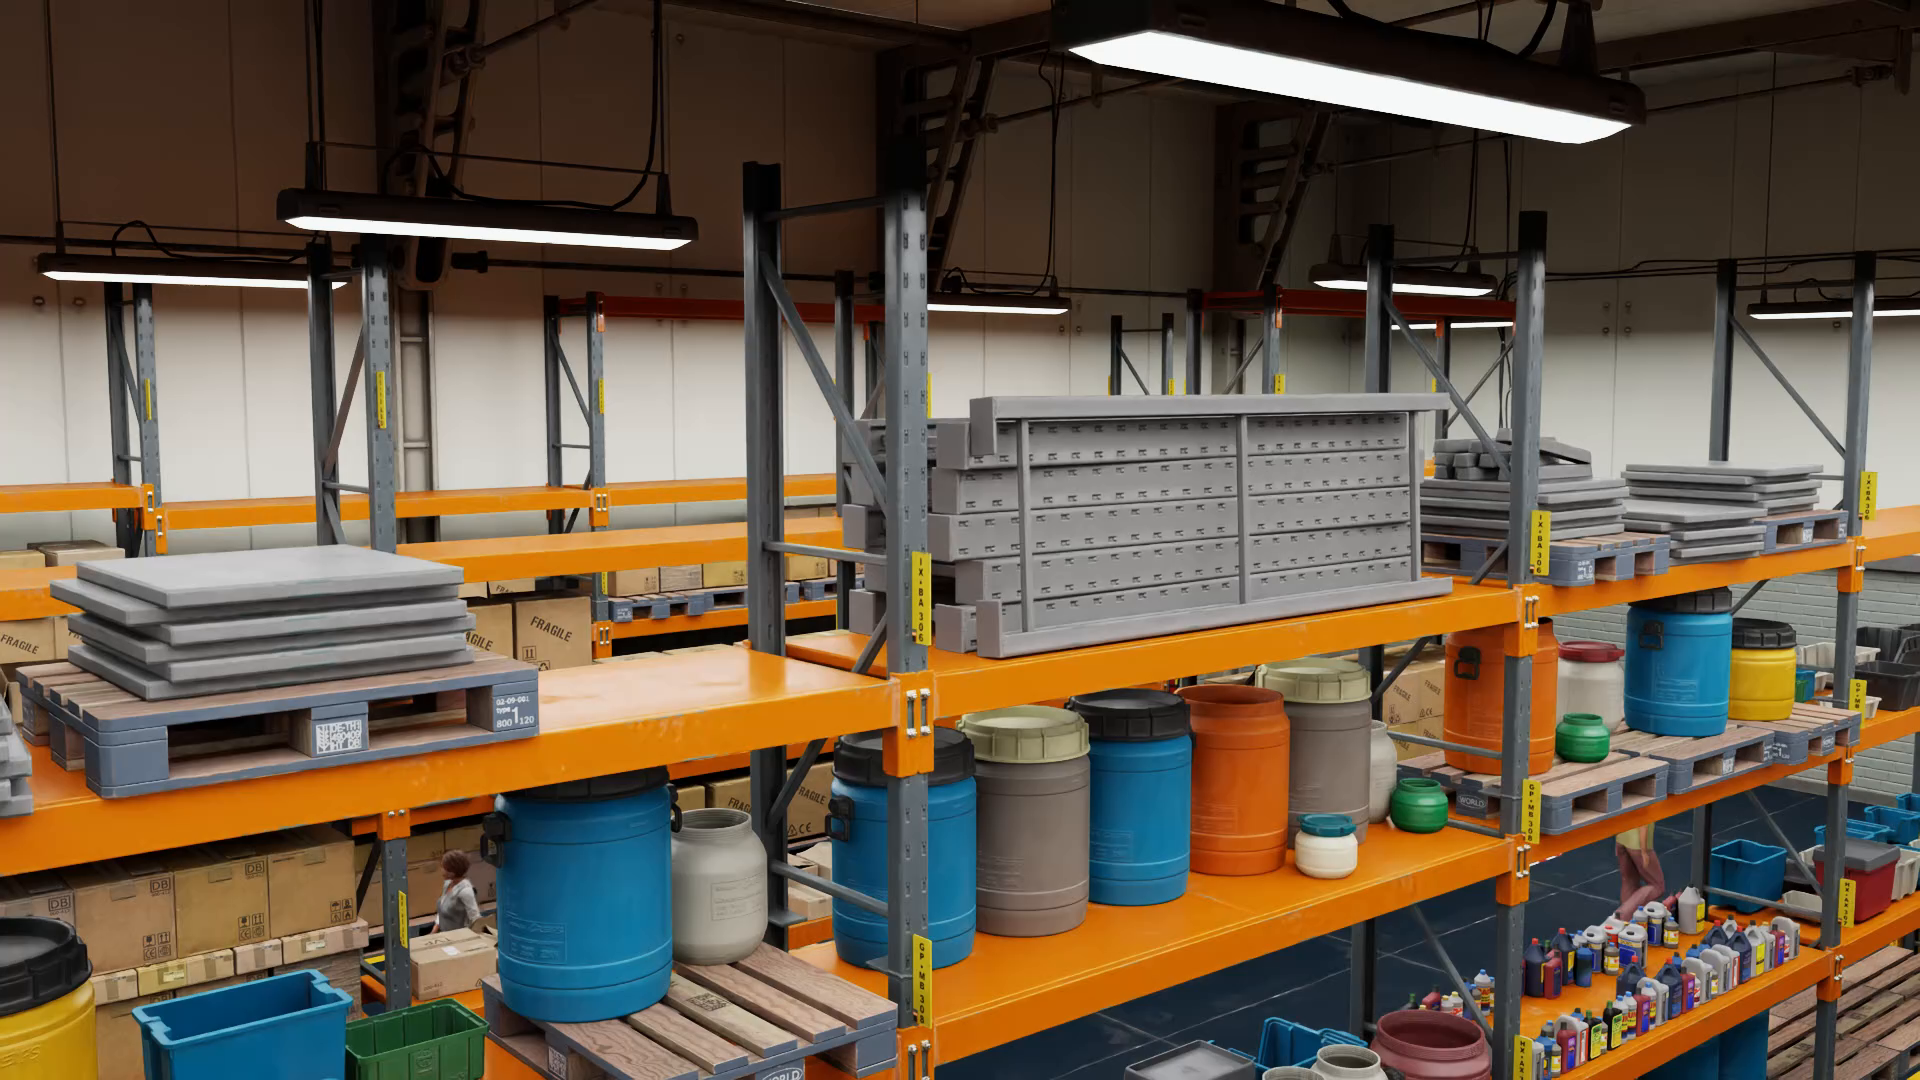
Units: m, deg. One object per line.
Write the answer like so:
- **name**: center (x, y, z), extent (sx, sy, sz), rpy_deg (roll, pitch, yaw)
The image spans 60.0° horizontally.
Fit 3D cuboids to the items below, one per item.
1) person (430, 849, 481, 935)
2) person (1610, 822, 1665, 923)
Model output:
- **person**: center (-3.868, 3.164, 12.845), extent (0.740, 1.539, 0.490), rpy_deg (-3, 6, -27)
- **person**: center (6.202, 2.859, 15.363), extent (0.477, 1.670, 0.486), rpy_deg (-2, 6, -16)
